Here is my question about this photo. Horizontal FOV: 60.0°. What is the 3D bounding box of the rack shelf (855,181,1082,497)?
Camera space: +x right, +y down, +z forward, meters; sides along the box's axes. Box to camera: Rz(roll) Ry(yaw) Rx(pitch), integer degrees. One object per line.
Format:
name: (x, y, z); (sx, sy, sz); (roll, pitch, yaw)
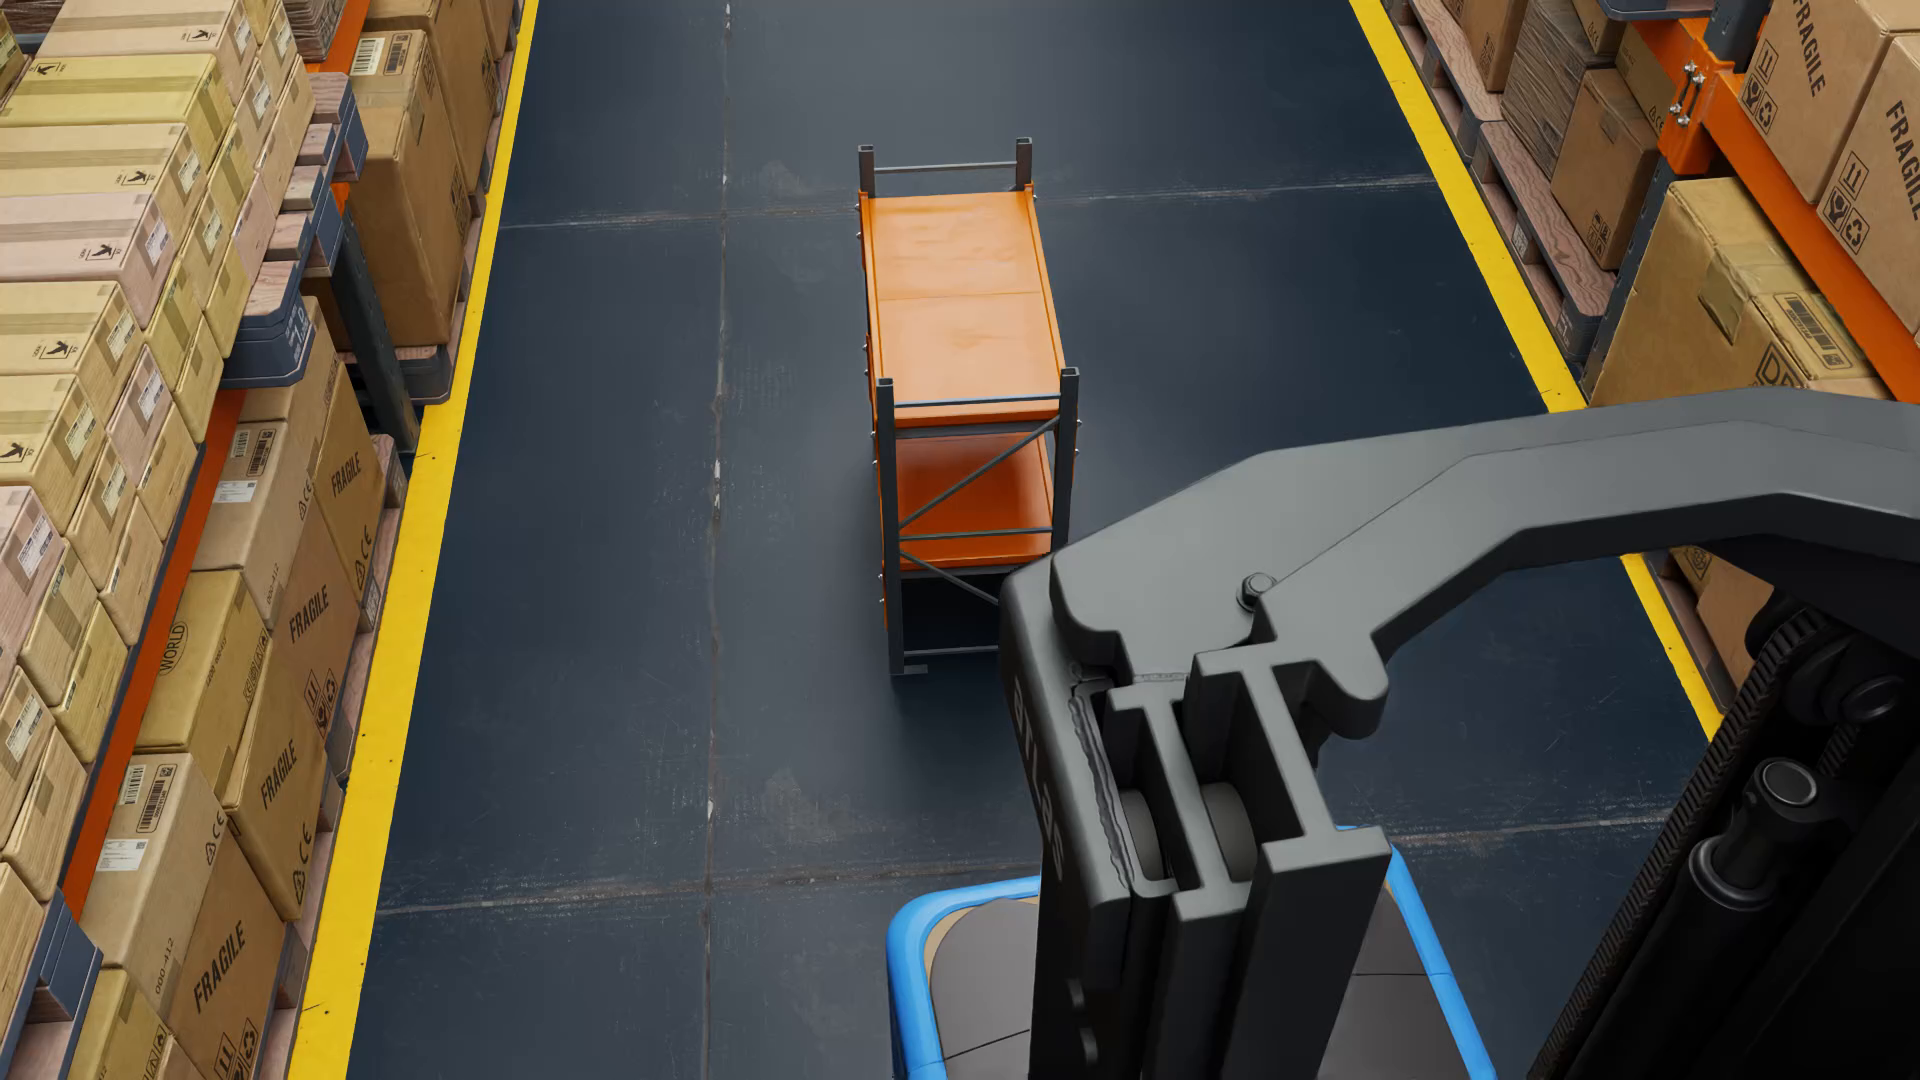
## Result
rack shelf: (0.001, -0.583, 4.624); (0.538, 0.278, 1.000); (-3, 47, -3)

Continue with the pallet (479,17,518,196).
pallet: (-2.398, -1.823, 6.831); (1.003, 0.211, 1.213); (-3, 47, -3)

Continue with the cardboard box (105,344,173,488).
cardboard box: (-1.703, -0.224, 3.075); (0.380, 0.149, 0.250); (-2, 47, -2)

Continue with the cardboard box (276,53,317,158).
cardboard box: (-1.809, -1.055, 4.067); (0.380, 0.149, 0.250); (-3, 47, -3)

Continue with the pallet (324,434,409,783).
pallet: (-2.244, 0.198, 4.917); (1.003, 0.211, 1.213); (-3, 47, -3)

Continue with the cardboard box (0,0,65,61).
cardboard box: (-2.614, -1.670, 4.697); (0.500, 0.500, 0.500); (-3, 47, -3)

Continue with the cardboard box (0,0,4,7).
cardboard box: (-2.462, -1.239, 3.832); (0.380, 0.149, 0.250); (-3, 47, -3)

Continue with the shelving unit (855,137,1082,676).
shelving unit: (0.001, -0.382, 4.837); (0.538, 1.125, 1.048); (-3, 47, -3)

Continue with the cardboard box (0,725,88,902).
cardboard box: (-1.636, 0.450, 2.642); (0.380, 0.149, 0.250); (-5, 47, -5)

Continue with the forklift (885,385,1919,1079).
forklift: (0.621, 1.398, 1.907); (1.130, 2.935, 3.031); (-8, 47, -7)

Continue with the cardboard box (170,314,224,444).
cardboard box: (-1.727, -0.314, 3.365); (0.380, 0.149, 0.250); (-5, 47, -5)

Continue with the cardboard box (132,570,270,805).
cardboard box: (-1.910, 0.343, 3.775); (0.500, 0.250, 0.500); (-2, 47, -2)

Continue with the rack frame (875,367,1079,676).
rack frame: (0.043, -0.014, 4.489); (0.500, 1.125, 0.032); (-3, 47, -3)

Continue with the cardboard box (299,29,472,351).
cardboard box: (-2.270, -1.143, 5.527); (1.050, 0.750, 0.750); (-4, 47, -4)

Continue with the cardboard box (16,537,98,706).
cardboard box: (-1.663, 0.146, 2.725); (0.380, 0.149, 0.250); (-4, 47, -4)

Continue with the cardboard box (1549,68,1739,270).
cardboard box: (2.567, -1.330, 5.862); (0.700, 0.500, 0.500); (-6, 47, -5)

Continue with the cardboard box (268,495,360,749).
cardboard box: (-1.953, 0.225, 4.403); (0.500, 0.500, 0.500); (-2, 47, -2)

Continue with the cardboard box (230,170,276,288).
cardboard box: (-1.768, -0.689, 3.721); (0.380, 0.149, 0.250); (-3, 47, -3)

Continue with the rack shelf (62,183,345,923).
rack shelf: (-2.141, 0.368, 3.331); (1.077, 0.370, 4.000); (-3, 47, -3)

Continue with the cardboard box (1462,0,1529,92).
cardboard box: (2.453, -2.140, 6.629); (0.700, 0.500, 0.500); (0, 47, 0)

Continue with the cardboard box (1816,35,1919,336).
cardboard box: (2.458, -0.848, 3.918); (0.500, 0.500, 0.500); (-5, 47, -4)

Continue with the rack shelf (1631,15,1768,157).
rack shelf: (2.475, -2.754, 6.288); (1.077, 0.370, 4.000); (-3, 47, -3)

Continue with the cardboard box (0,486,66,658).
cardboard box: (-1.657, 0.057, 2.604); (0.380, 0.149, 0.250); (-2, 47, -2)

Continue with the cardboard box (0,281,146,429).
cardboard box: (-1.704, -0.326, 2.967); (0.380, 0.149, 0.250); (-1, 47, -1)

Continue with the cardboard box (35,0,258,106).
cardboard box: (-1.792, -1.080, 3.681); (0.380, 0.149, 0.250); (-4, 47, -4)

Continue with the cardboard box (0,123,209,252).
cardboard box: (-1.744, -0.698, 3.319); (0.380, 0.149, 0.250); (-2, 47, -2)

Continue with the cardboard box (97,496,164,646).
cardboard box: (-1.681, 0.070, 3.001); (0.380, 0.149, 0.250); (-5, 47, -5)

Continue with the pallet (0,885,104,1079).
pallet: (-1.893, 1.072, 2.301); (1.003, 0.211, 1.213); (-3, 47, -3)

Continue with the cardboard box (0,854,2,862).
cardboard box: (-1.616, 0.532, 2.359); (0.380, 0.149, 0.250); (-5, 47, -5)

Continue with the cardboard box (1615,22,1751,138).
cardboard box: (2.557, -1.587, 5.589); (0.500, 0.250, 0.500); (-2, 47, -2)

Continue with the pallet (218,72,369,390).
pallet: (-2.143, -0.751, 4.027); (1.213, 0.211, 1.003); (-3, 47, -3)

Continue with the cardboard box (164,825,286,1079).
cardboard box: (-1.874, 0.971, 3.696); (0.500, 0.500, 0.500); (-3, 47, -3)

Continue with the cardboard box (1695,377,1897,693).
cardboard box: (2.747, 0.178, 4.190); (1.225, 0.875, 0.875); (-3, 47, -3)

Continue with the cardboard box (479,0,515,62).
cardboard box: (-2.425, -2.449, 6.764); (1.050, 0.750, 0.750); (-3, 47, -3)

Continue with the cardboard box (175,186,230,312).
cardboard box: (-1.744, -0.592, 3.424); (0.380, 0.149, 0.250); (-3, 47, -3)

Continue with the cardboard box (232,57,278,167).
cardboard box: (-1.789, -0.964, 3.776); (0.380, 0.149, 0.250); (-2, 47, -2)

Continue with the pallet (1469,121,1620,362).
pallet: (2.579, -1.161, 6.204); (1.003, 0.211, 1.213); (-3, 47, -3)

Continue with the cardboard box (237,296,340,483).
cardboard box: (-1.990, -0.390, 4.469); (0.500, 0.250, 0.500); (-4, 47, -4)

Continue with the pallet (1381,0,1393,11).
pallet: (2.374, -2.926, 7.876); (1.003, 0.211, 1.213); (-3, 47, -3)

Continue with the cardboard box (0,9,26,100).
cardboard box: (-2.468, -1.125, 3.928); (0.380, 0.149, 0.250); (-2, 47, -2)

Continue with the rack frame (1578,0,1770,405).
rack frame: (2.643, -1.554, 4.656); (1.000, 3.000, 0.127); (-3, 47, -3)

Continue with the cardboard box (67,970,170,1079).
cardboard box: (-1.819, 1.089, 3.068); (0.500, 0.250, 0.500); (-2, 47, -2)
